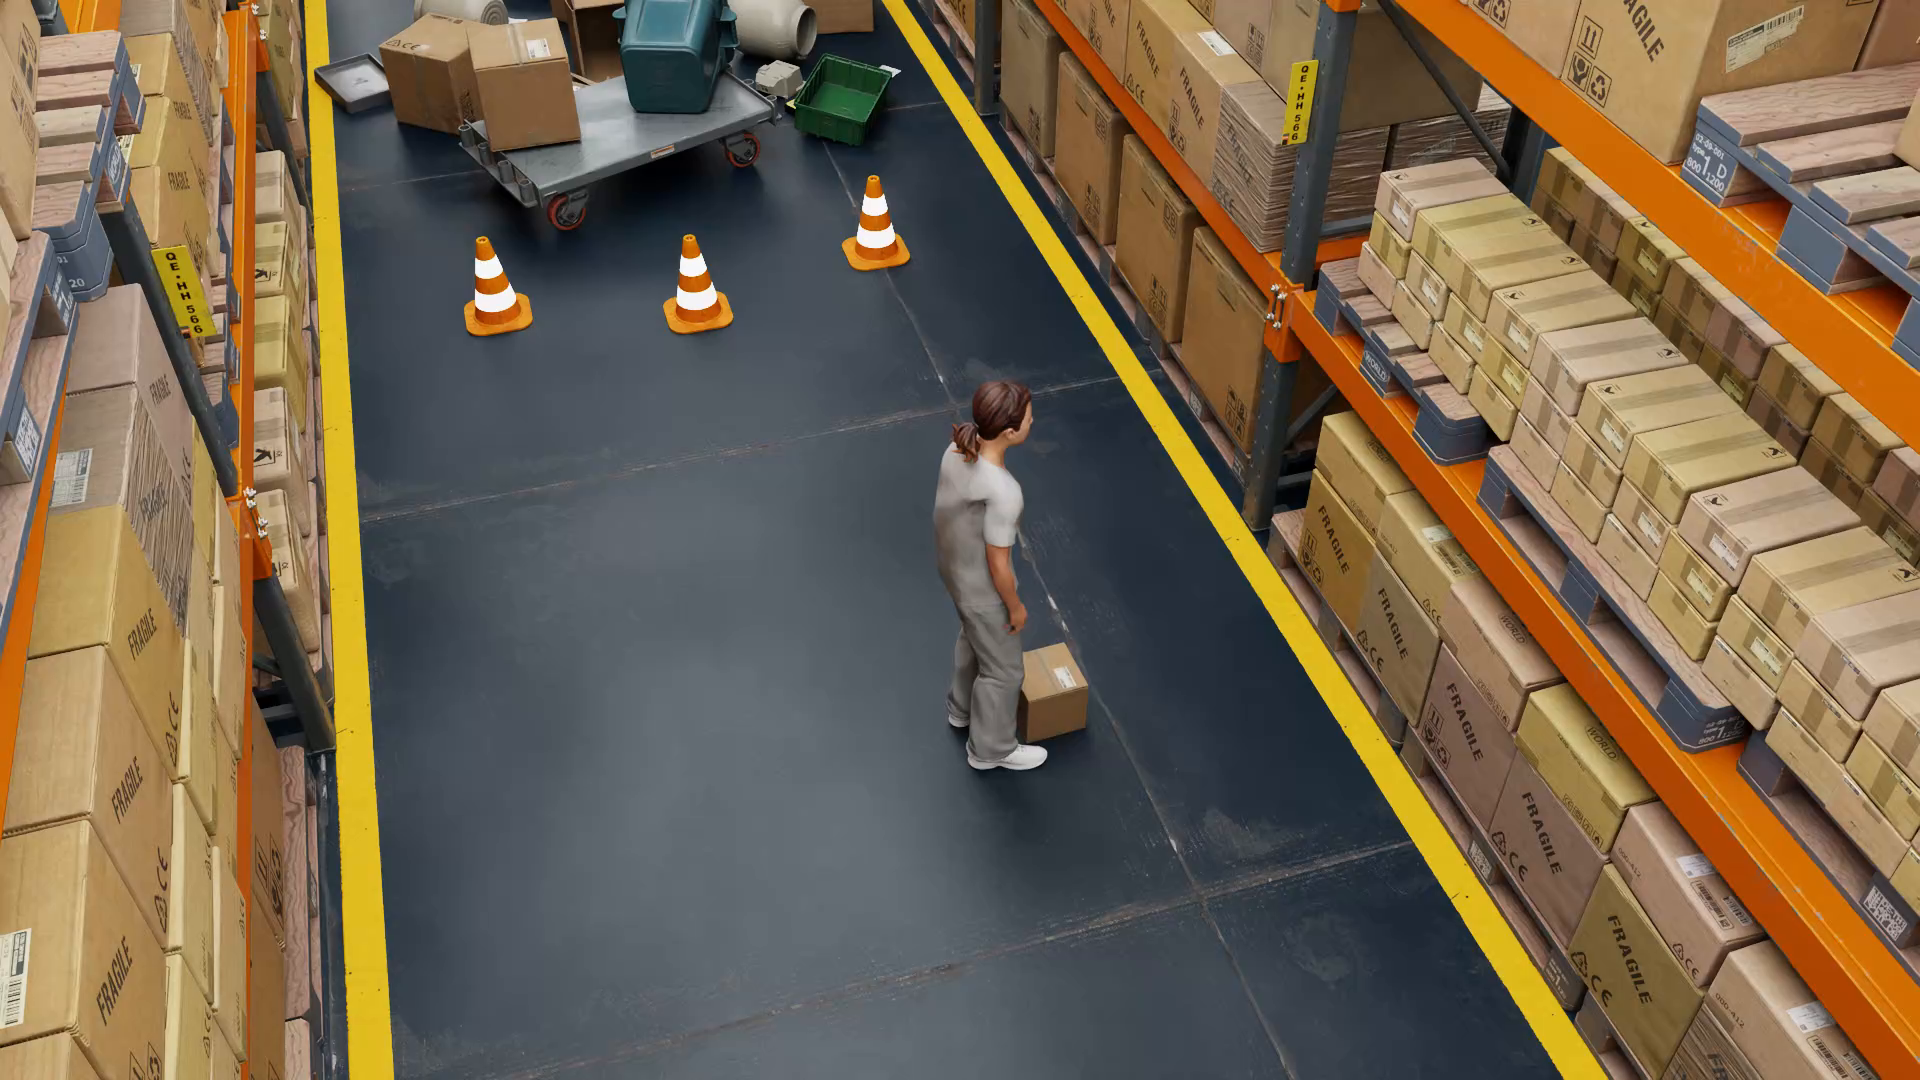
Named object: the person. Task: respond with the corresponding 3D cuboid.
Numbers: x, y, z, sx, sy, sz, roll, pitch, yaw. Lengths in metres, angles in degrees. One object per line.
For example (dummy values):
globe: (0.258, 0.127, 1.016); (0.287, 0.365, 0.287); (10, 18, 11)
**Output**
person: (0.104, 0.135, 6.015); (0.363, 1.671, 0.509); (-14, 44, -15)
